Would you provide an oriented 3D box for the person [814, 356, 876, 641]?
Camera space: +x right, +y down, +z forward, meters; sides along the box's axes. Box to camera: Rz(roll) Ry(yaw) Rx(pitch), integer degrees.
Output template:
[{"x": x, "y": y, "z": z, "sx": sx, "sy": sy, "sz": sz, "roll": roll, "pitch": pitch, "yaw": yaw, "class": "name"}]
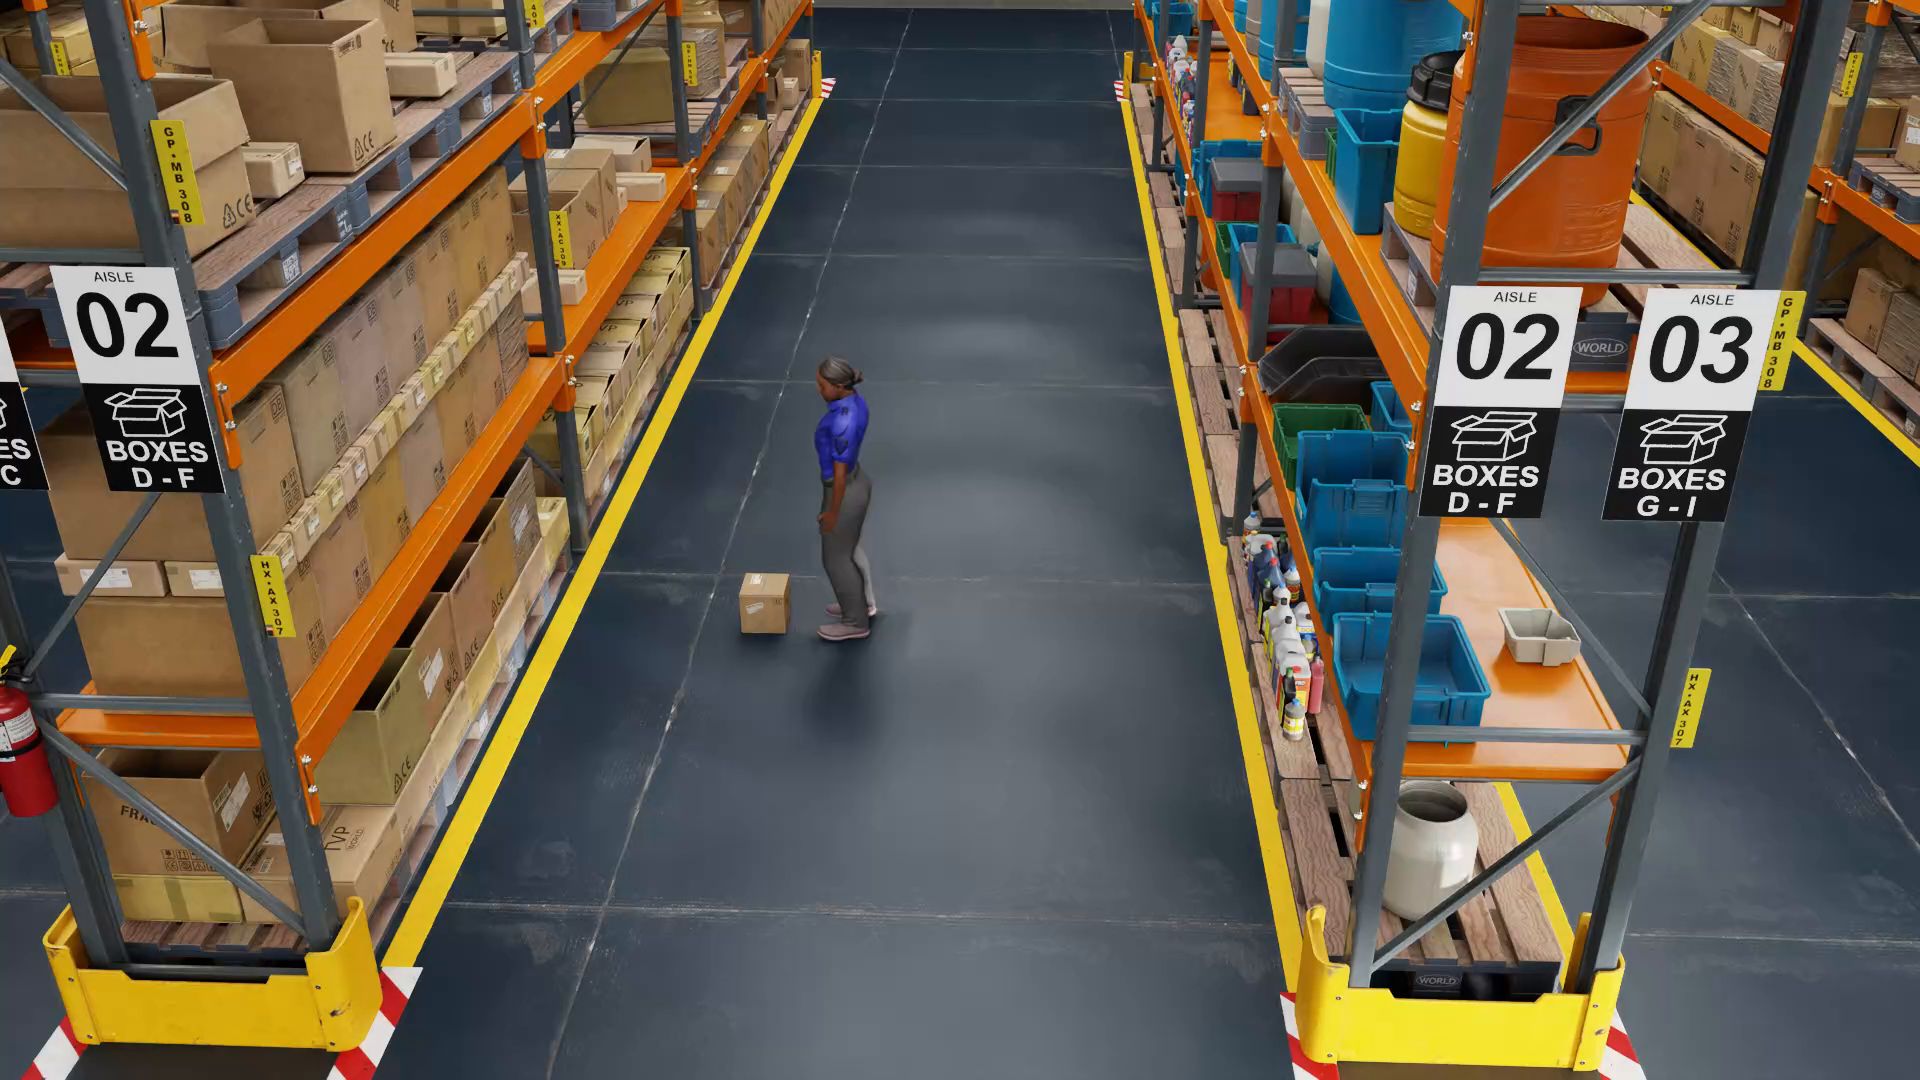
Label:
[{"x": -0.642, "y": -0.229, "z": 9.071, "sx": 0.306, "sy": 1.655, "sz": 0.439, "roll": 2, "pitch": 28, "yaw": 3, "class": "person"}]
